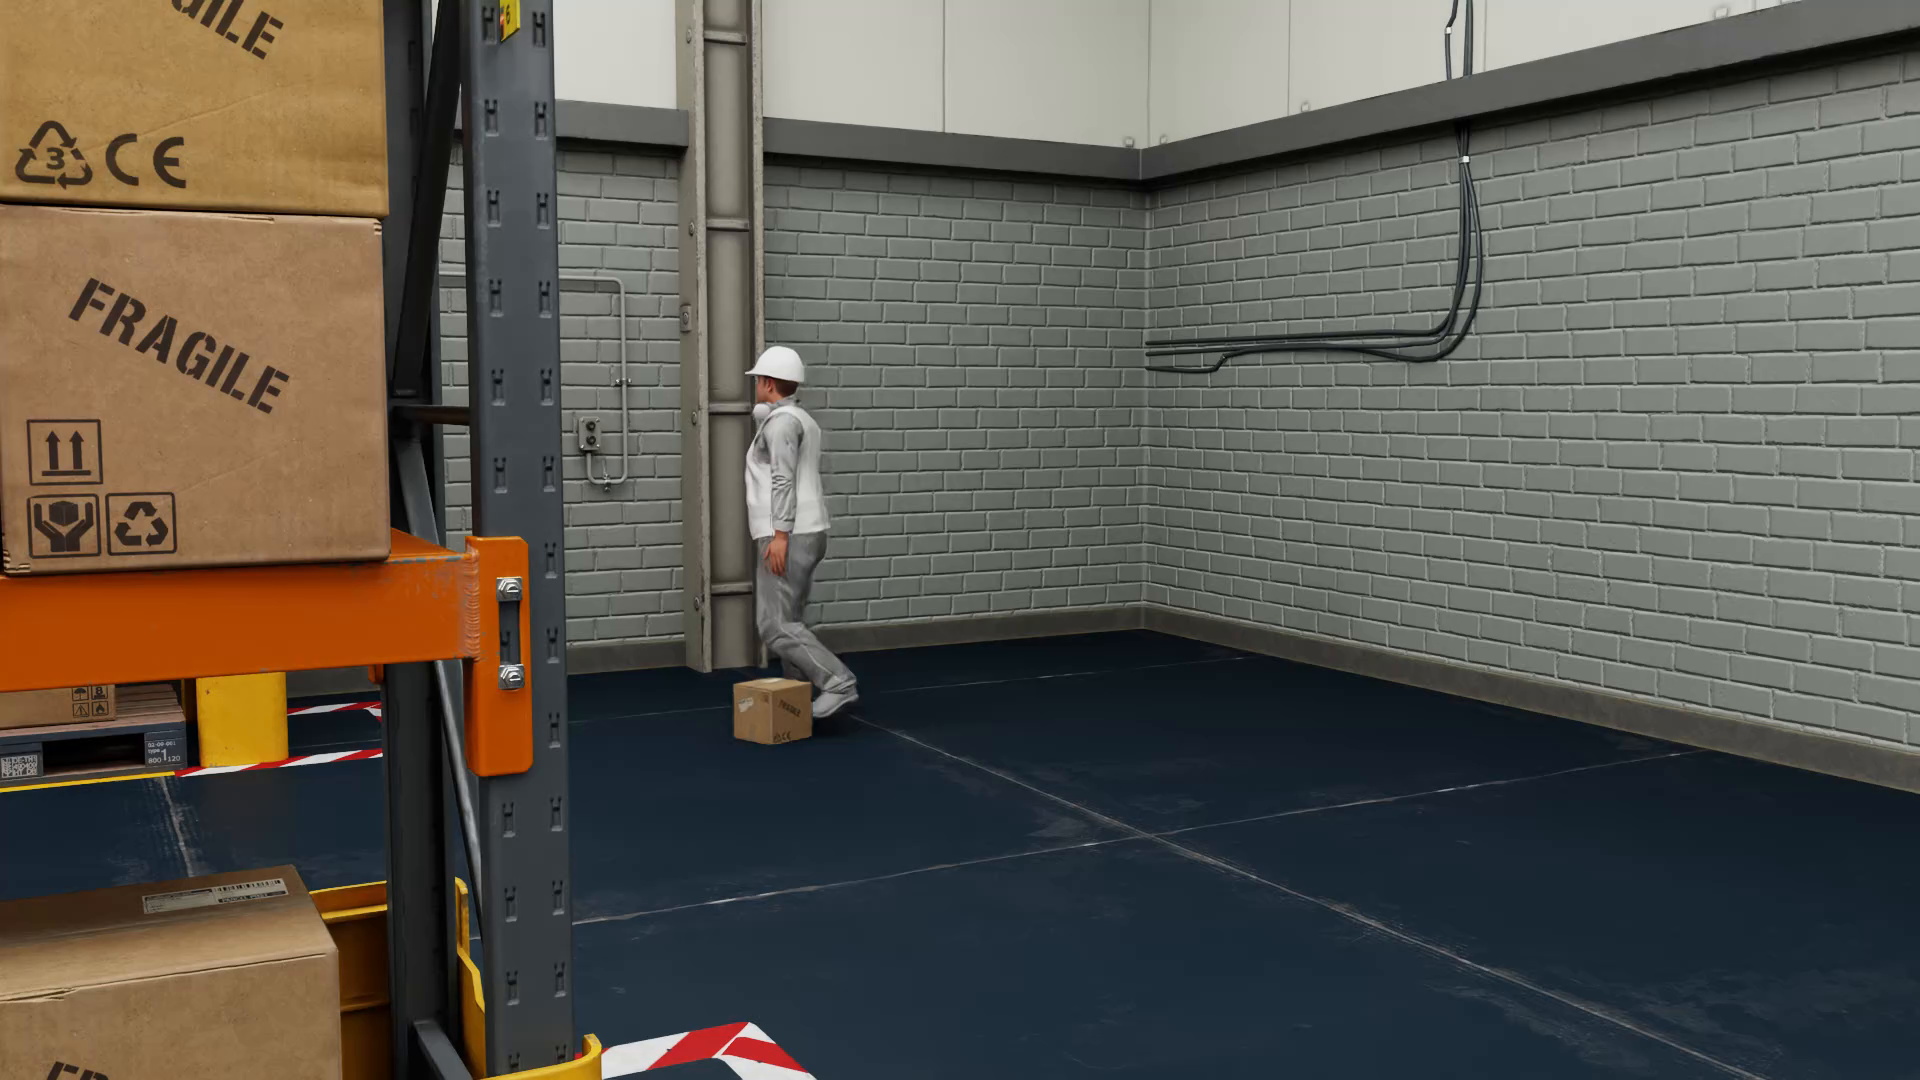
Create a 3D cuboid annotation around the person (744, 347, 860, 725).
[{"bbox_3d":[-0.733,-0.014,7.733,0.567,1.765,0.575,1,5,6],"label":"person"}]
